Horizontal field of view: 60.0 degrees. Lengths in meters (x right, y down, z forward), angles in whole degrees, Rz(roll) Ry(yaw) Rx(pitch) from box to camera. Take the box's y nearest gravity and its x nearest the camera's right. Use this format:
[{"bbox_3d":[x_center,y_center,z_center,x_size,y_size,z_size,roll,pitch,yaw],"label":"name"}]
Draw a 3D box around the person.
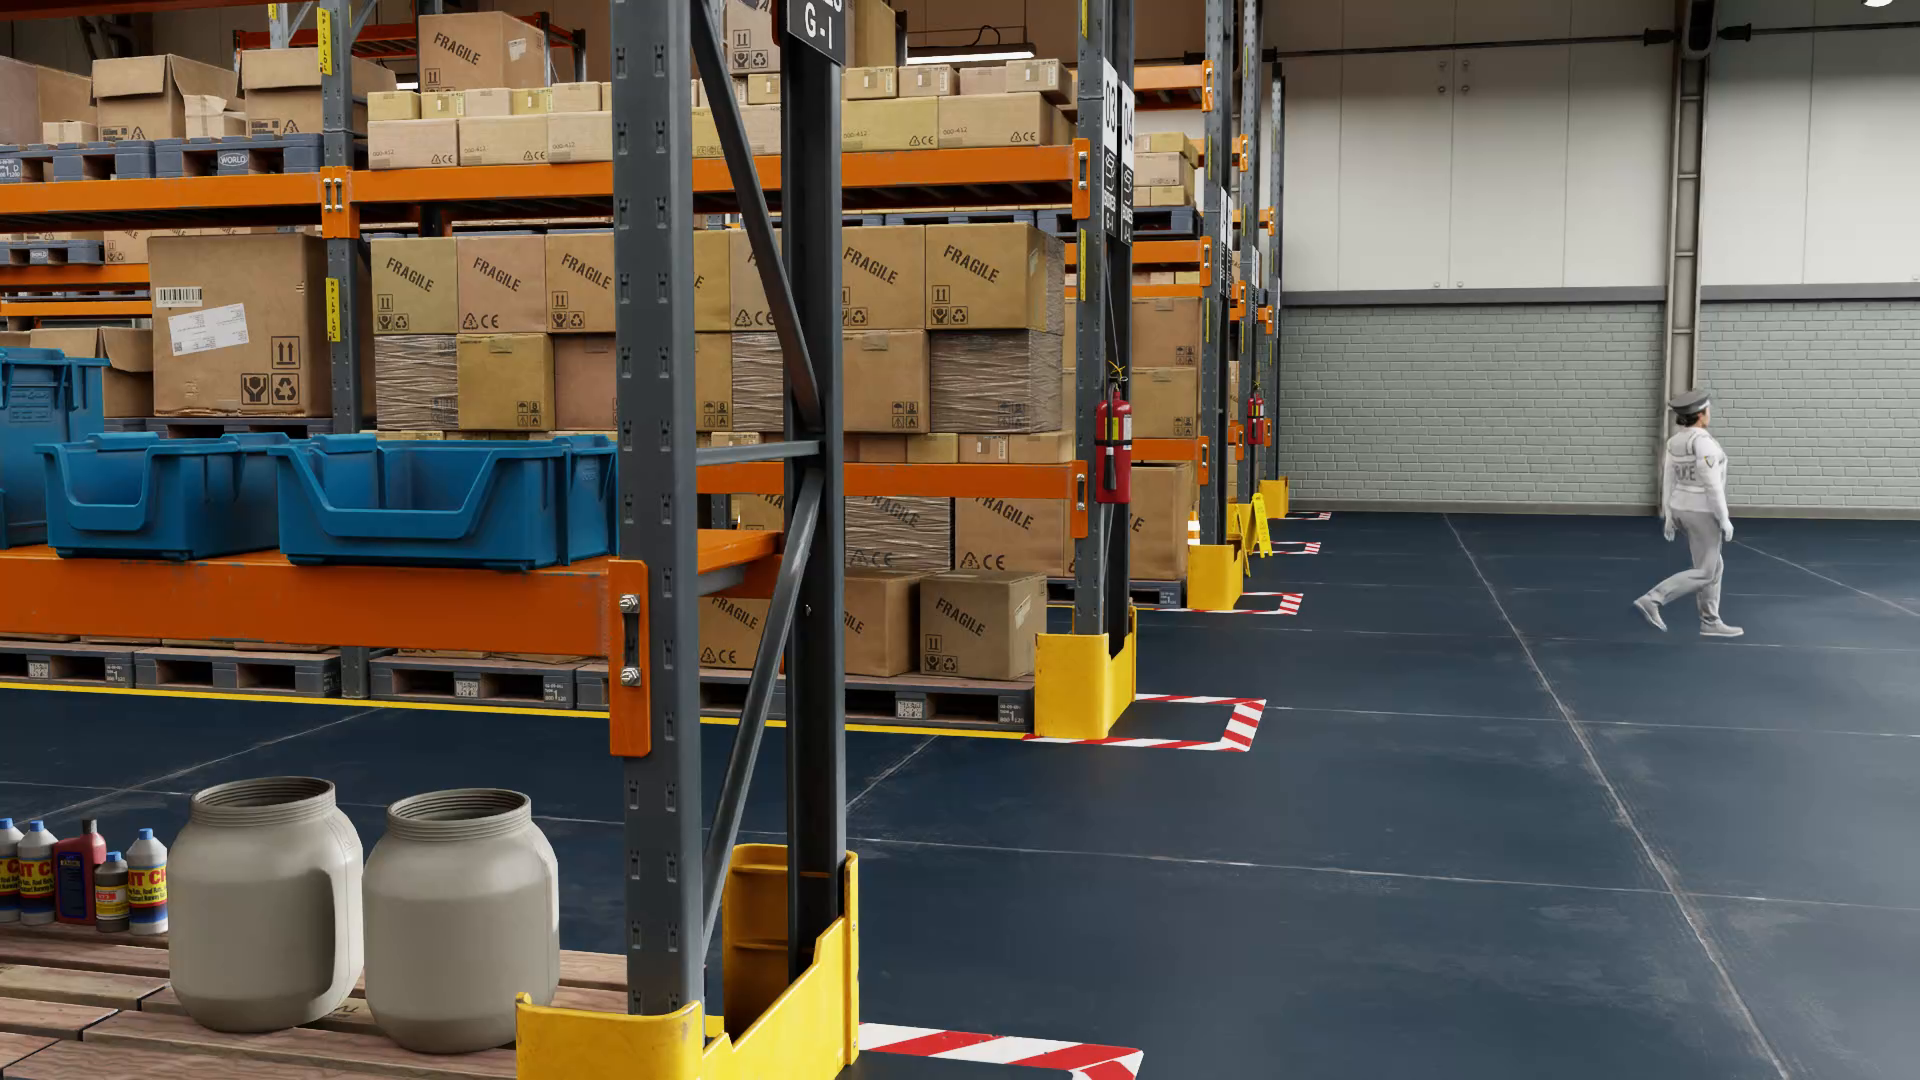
[{"bbox_3d":[4.834,-0.173,10.985,0.818,1.656,0.471,0,5,-2],"label":"person"}]
